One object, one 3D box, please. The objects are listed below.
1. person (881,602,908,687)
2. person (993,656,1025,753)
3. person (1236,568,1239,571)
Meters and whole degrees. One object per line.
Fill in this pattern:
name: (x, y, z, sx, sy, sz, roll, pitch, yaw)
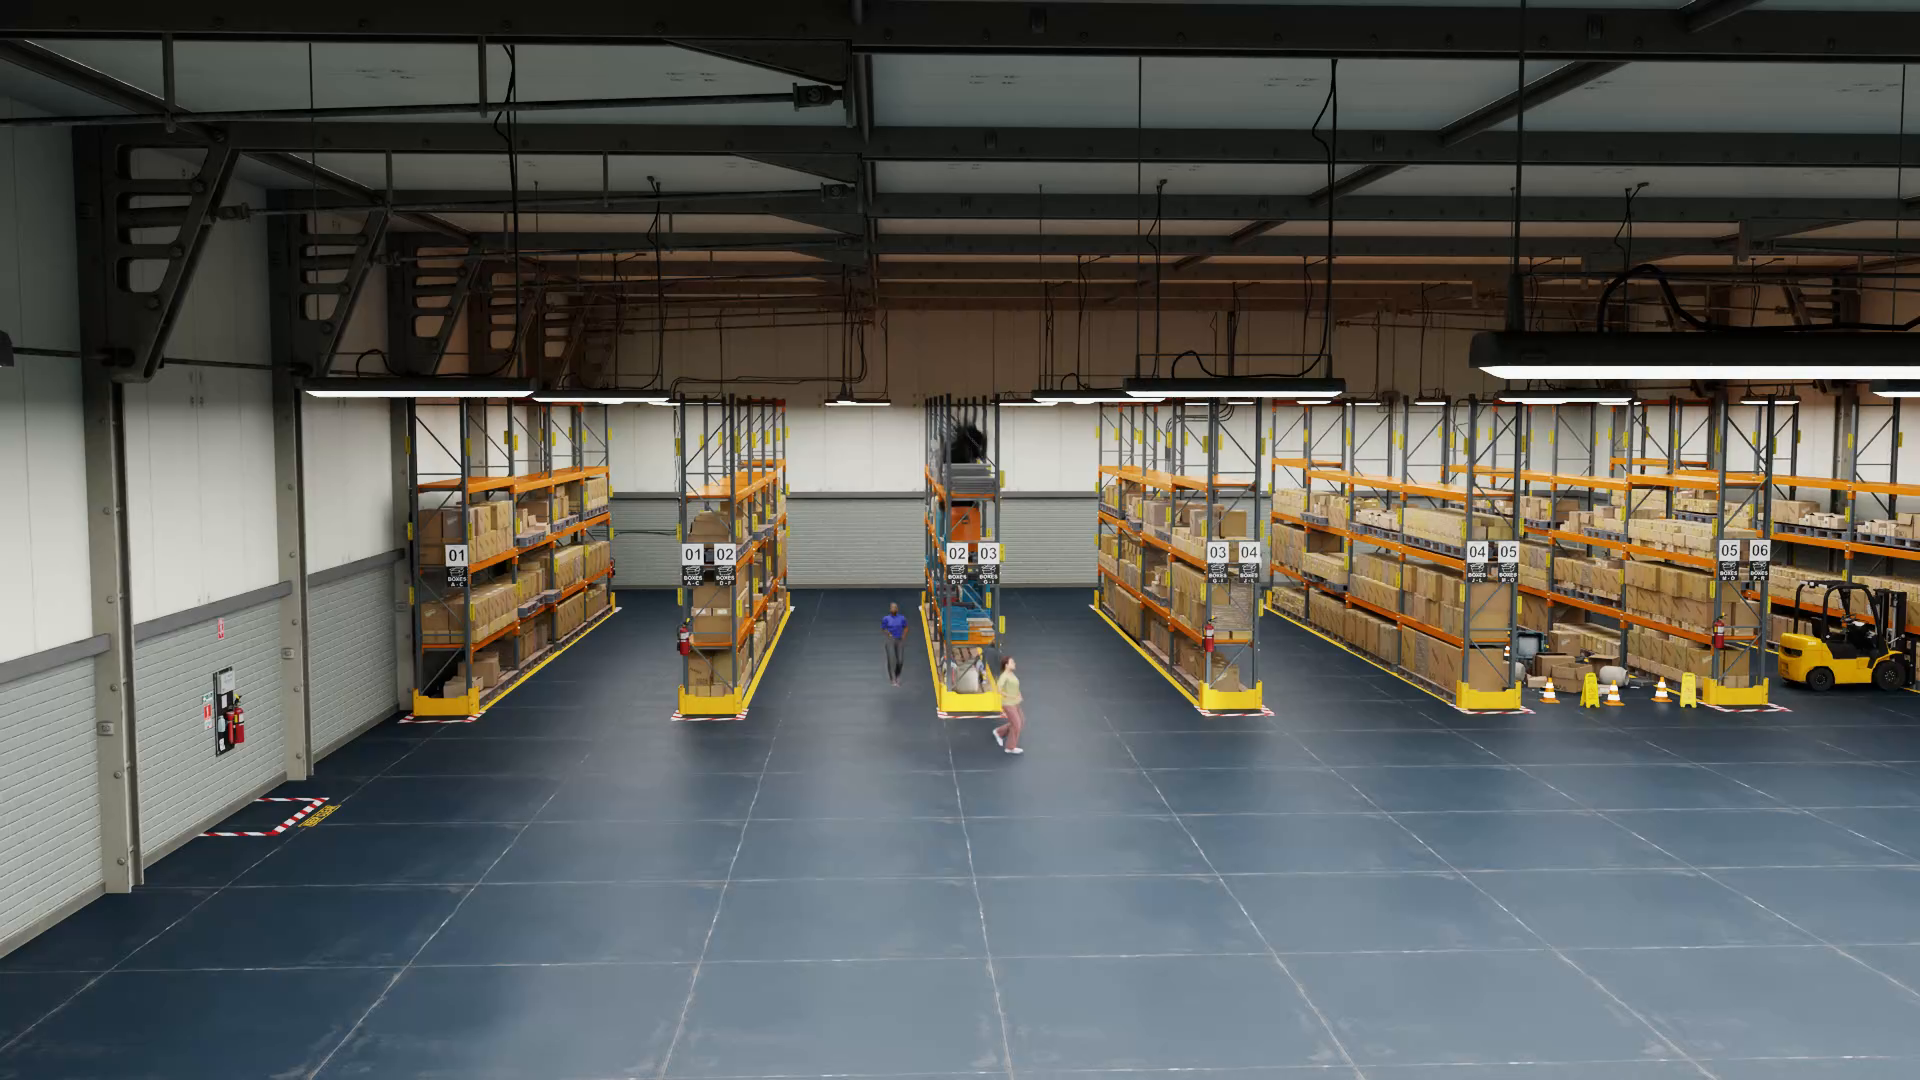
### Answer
person: (-1.264, 2.069, 32.549, 0.563, 1.667, 0.568, -1, 5, -8)
person: (0.792, 2.727, 27.643, 0.569, 1.619, 0.578, 2, 5, 22)
person: (8.219, 1.043, 48.911, 0.778, 1.648, 0.706, 0, 5, -6)
